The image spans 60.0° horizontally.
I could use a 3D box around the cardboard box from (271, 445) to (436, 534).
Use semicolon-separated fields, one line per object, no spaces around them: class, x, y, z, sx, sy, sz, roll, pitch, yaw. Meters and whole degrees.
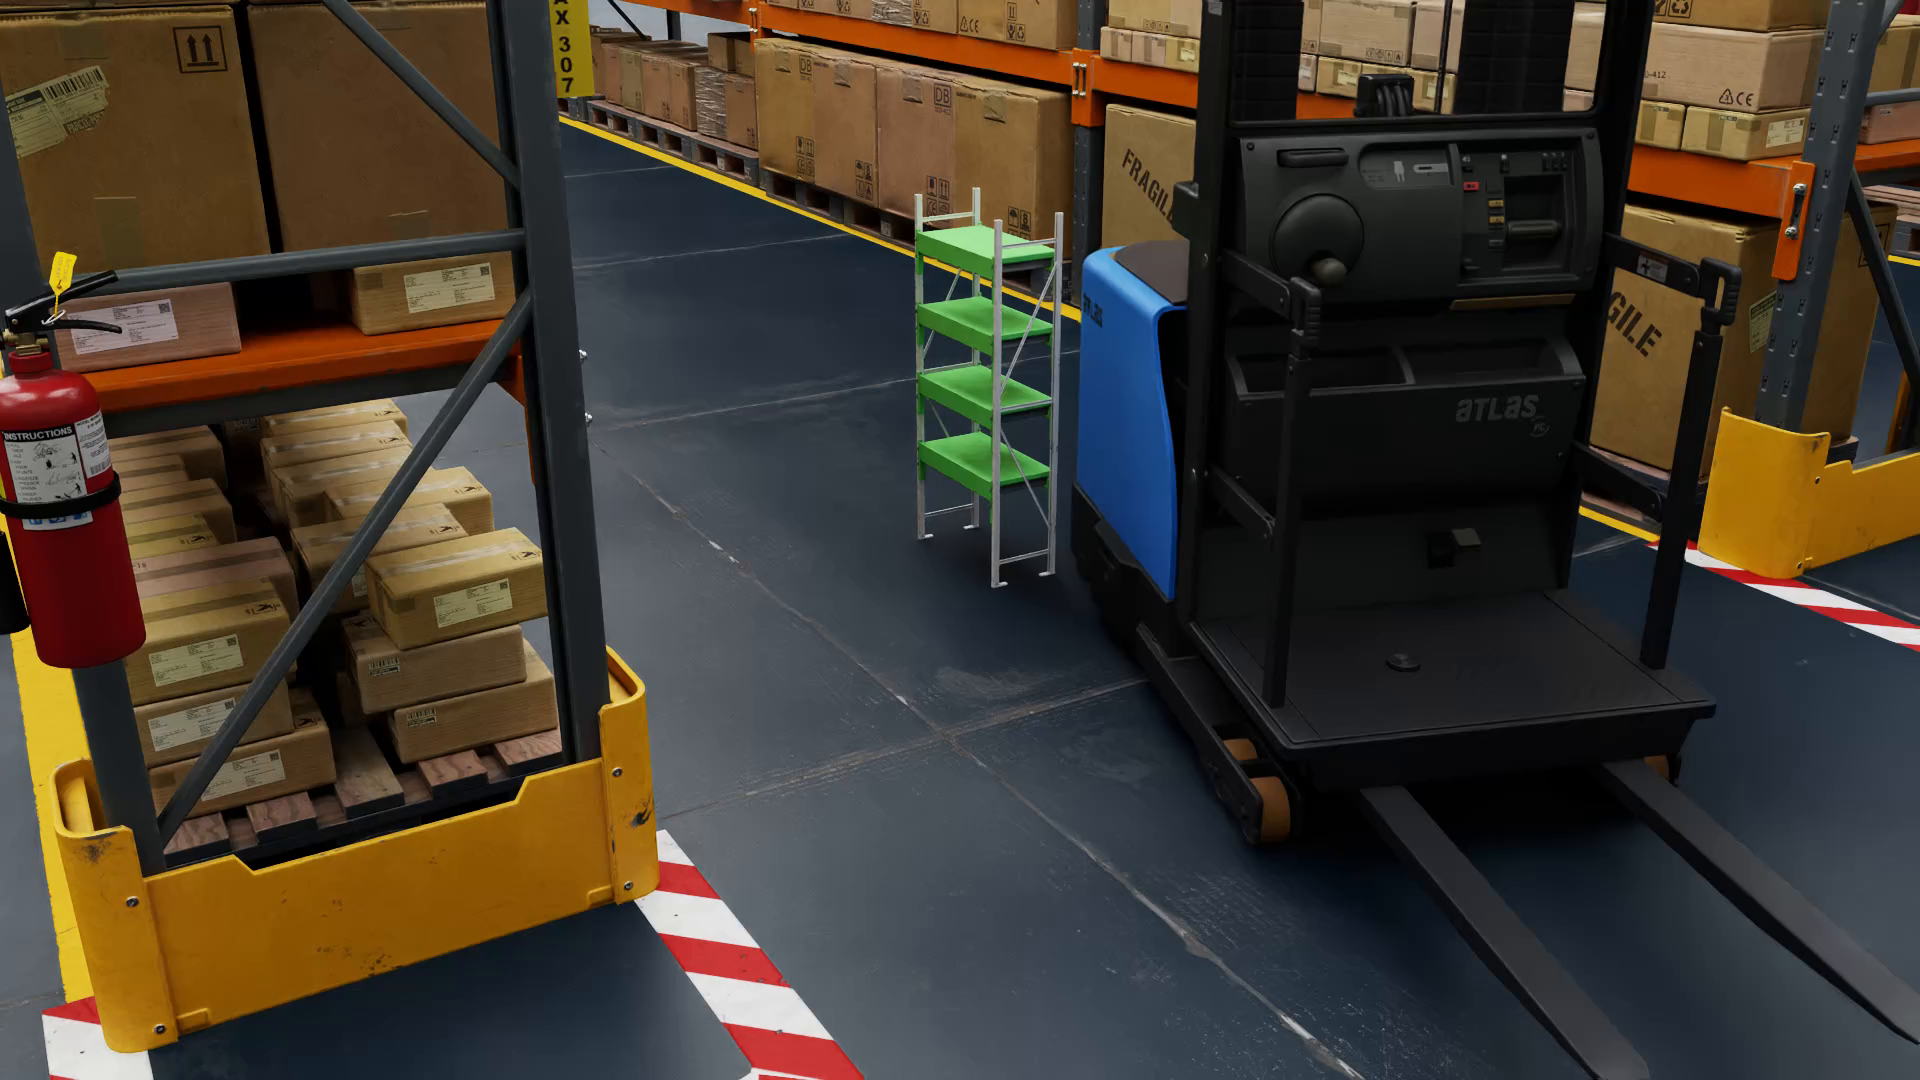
cardboard box;-1.659;-0.125;4.574;0.380;0.149;0.250;-14;26;-31

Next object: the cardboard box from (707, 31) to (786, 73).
cardboard box;-1.641;-3.789;12.889;0.500;0.250;0.500;-10;24;-22

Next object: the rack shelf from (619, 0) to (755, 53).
rack shelf;-2.015;-4.329;13.434;1.077;0.370;4.000;-13;25;-28

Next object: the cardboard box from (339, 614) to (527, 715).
cardboard box;-1.270;0.265;4.008;0.380;0.149;0.250;-11;25;-26

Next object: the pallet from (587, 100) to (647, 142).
pallet;-2.638;-3.766;14.797;1.003;0.211;1.213;-13;25;-28

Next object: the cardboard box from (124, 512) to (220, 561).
cardboard box;-2.032;0.072;4.088;0.380;0.149;0.250;-13;26;-29

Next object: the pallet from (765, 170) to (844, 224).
pallet;-0.656;-2.453;11.567;1.003;0.211;1.213;-13;25;-28

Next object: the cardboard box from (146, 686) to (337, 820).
cardboard box;-1.671;0.492;3.846;0.380;0.149;0.250;-12;25;-27

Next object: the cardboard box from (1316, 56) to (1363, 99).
cardboard box;1.712;-1.940;6.933;0.380;0.149;0.250;-13;26;-30

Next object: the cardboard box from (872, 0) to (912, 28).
cardboard box;-0.195;-3.358;9.956;0.500;0.500;0.500;-13;25;-28

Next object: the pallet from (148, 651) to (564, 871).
pallet;-1.646;0.494;4.317;1.003;0.211;1.213;-13;25;-28

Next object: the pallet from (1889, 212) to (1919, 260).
pallet;6.344;-1.755;9.849;1.003;0.211;1.213;-13;25;-28

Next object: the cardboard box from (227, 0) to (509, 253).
cardboard box;-1.215;-0.886;3.481;0.500;0.500;0.500;-11;25;-26

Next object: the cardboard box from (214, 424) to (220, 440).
cardboard box;-2.221;-0.332;5.477;0.380;0.149;0.250;-14;26;-31

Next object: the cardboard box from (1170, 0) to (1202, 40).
cardboard box;1.314;-2.424;7.596;0.500;0.250;0.500;-13;25;-28

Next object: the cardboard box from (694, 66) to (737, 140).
cardboard box;-1.647;-3.451;13.053;0.700;0.500;0.500;-15;27;-33

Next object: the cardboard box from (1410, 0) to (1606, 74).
cardboard box;2.098;-1.928;6.376;0.500;0.250;0.500;-14;26;-30

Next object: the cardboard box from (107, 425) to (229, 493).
cardboard box;-2.334;-0.207;4.775;0.380;0.149;0.250;-14;26;-30

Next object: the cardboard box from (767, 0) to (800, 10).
cardboard box;-0.979;-3.852;11.171;0.500;0.500;0.500;-12;25;-27

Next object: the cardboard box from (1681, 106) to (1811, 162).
cardboard box;2.628;-1.361;5.509;0.380;0.149;0.250;-12;25;-27

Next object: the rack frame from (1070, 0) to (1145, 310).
rack frame;1.050;-2.720;8.520;1.000;3.000;0.127;-13;25;-28

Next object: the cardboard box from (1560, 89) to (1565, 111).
cardboard box;2.239;-1.607;6.116;0.380;0.149;0.250;-12;25;-27

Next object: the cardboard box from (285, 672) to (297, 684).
cardboard box;-1.825;0.274;3.988;0.380;0.149;0.250;-13;26;-29

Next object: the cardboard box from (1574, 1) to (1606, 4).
cardboard box;2.555;-2.031;6.629;0.500;0.250;0.500;-14;26;-30

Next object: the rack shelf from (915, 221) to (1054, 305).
rack shelf;0.085;-0.888;5.297;0.258;0.148;0.480;-13;25;-28

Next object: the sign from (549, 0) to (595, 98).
sign;-0.756;-1.009;3.161;0.100;0.325;0.005;-13;25;-28

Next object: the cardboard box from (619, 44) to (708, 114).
cardboard box;-2.514;-3.995;14.391;0.700;0.500;0.500;-13;25;-29

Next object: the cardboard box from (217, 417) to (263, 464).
cardboard box;-2.098;-0.373;5.185;0.380;0.149;0.250;-13;25;-28

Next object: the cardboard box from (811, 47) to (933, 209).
cardboard box;-0.210;-2.708;10.754;1.225;0.875;0.875;-13;25;-28

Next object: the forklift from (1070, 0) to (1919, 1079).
forklift;1.166;-0.776;3.829;1.130;2.935;3.031;-4;23;-11

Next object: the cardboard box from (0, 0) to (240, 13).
cardboard box;-1.670;-1.251;3.051;0.500;0.500;0.500;-13;26;-29

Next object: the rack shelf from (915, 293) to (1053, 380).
rack shelf;0.085;-0.665;5.387;0.258;0.148;0.480;-13;25;-28

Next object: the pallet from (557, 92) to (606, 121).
pallet;-3.410;-4.229;15.934;1.003;0.211;1.213;-13;25;-28

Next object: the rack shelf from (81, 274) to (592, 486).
rack shelf;-2.244;-0.818;4.796;1.077;0.370;4.000;-13;25;-28

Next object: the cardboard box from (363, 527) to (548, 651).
cardboard box;-1.198;0.112;3.991;0.380;0.149;0.250;-14;26;-31

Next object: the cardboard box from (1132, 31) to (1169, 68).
cardboard box;1.049;-2.359;7.965;0.380;0.149;0.250;-14;26;-30

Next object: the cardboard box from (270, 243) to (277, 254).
cardboard box;-1.614;-0.785;4.092;0.380;0.149;0.250;-11;25;-26

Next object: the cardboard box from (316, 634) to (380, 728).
cardboard box;-1.419;0.322;4.264;0.380;0.149;0.250;-13;25;-28

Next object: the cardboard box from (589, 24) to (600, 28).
cardboard box;-3.891;-4.853;16.530;0.500;0.500;0.500;-15;27;-33

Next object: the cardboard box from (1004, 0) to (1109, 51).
cardboard box;0.576;-2.865;8.744;0.500;0.500;0.500;-13;25;-28

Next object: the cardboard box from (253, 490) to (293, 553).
cardboard box;-1.817;-0.068;4.828;0.380;0.149;0.250;-14;26;-31

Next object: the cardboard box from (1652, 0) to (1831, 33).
cardboard box;2.618;-1.948;5.429;0.500;0.500;0.500;-12;25;-28

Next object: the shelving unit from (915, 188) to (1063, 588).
shelving unit;0.085;-0.502;5.454;0.258;1.200;0.503;-13;25;-28
